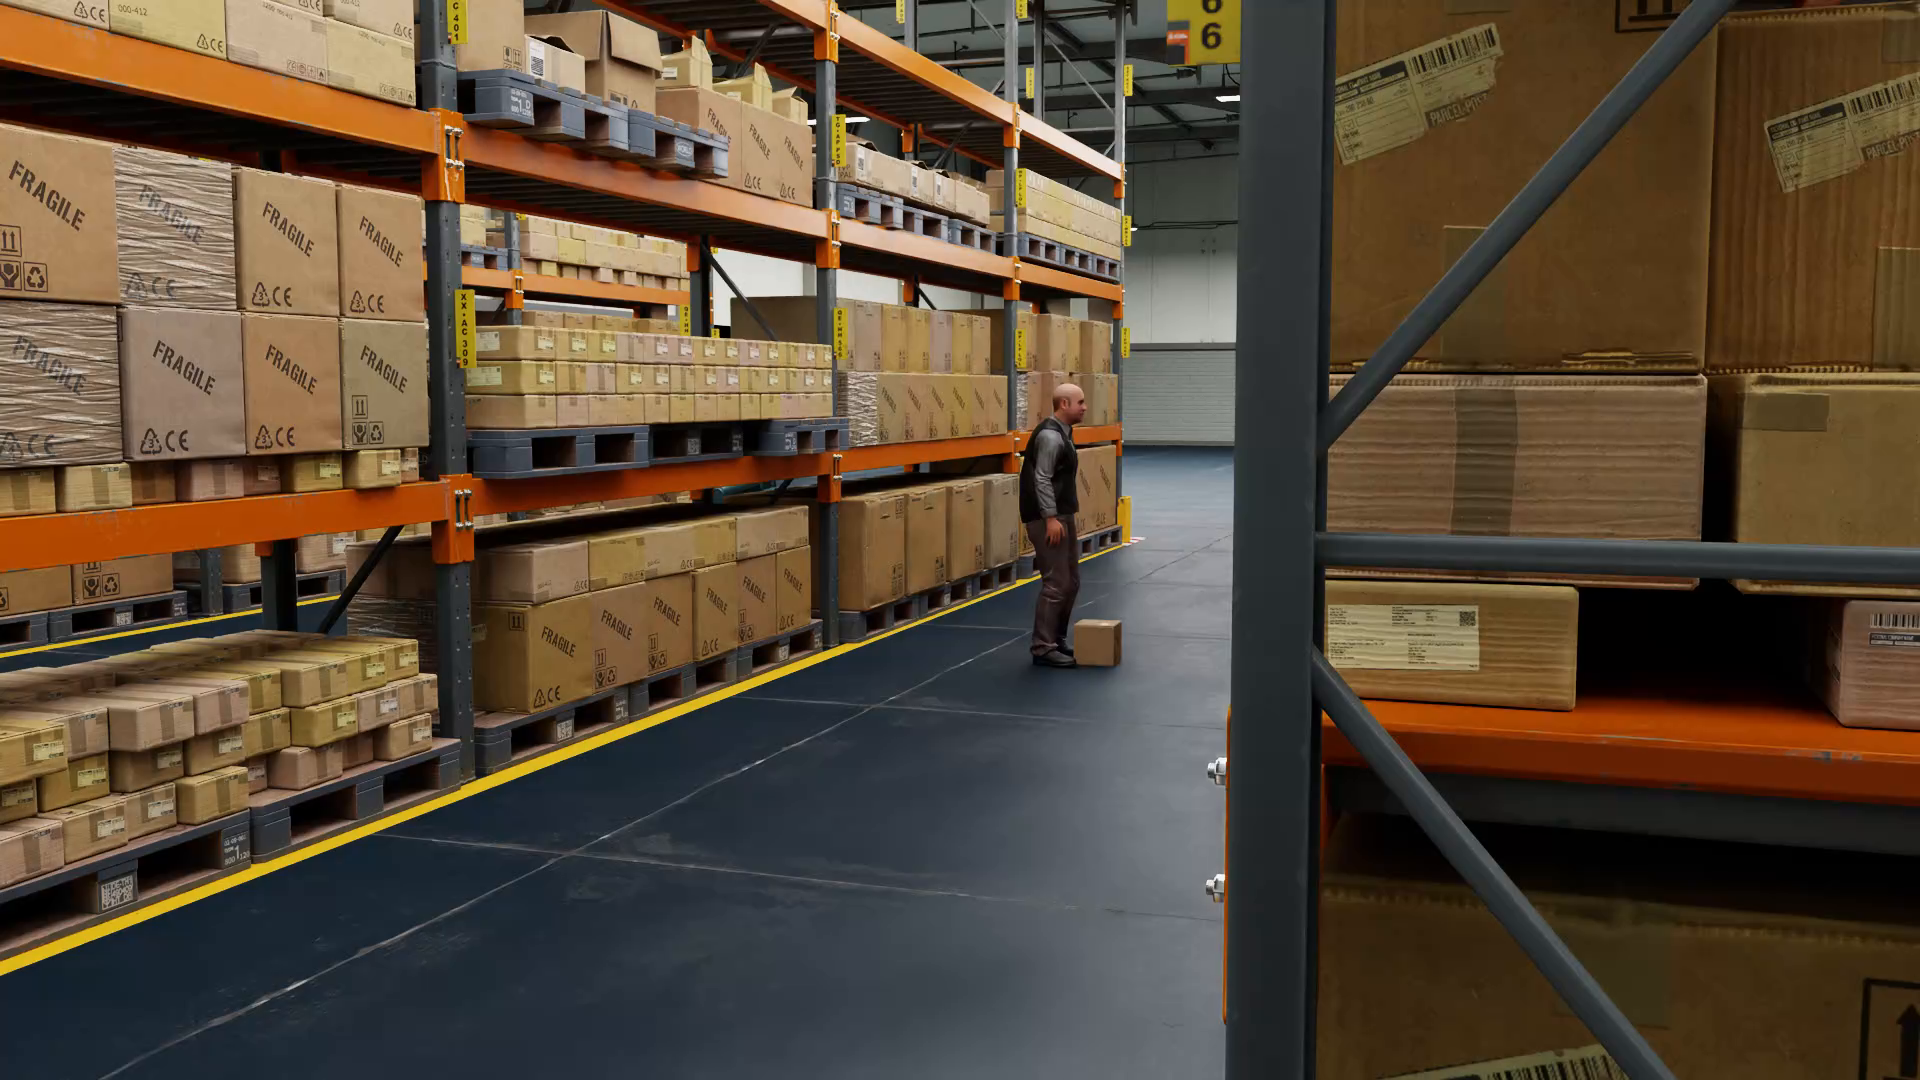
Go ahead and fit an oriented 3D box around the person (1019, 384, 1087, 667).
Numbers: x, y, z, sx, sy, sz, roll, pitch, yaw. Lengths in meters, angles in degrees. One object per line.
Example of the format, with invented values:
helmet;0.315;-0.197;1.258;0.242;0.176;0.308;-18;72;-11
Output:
person;0.579;-0.105;10.295;0.418;1.719;0.585;1;5;15
